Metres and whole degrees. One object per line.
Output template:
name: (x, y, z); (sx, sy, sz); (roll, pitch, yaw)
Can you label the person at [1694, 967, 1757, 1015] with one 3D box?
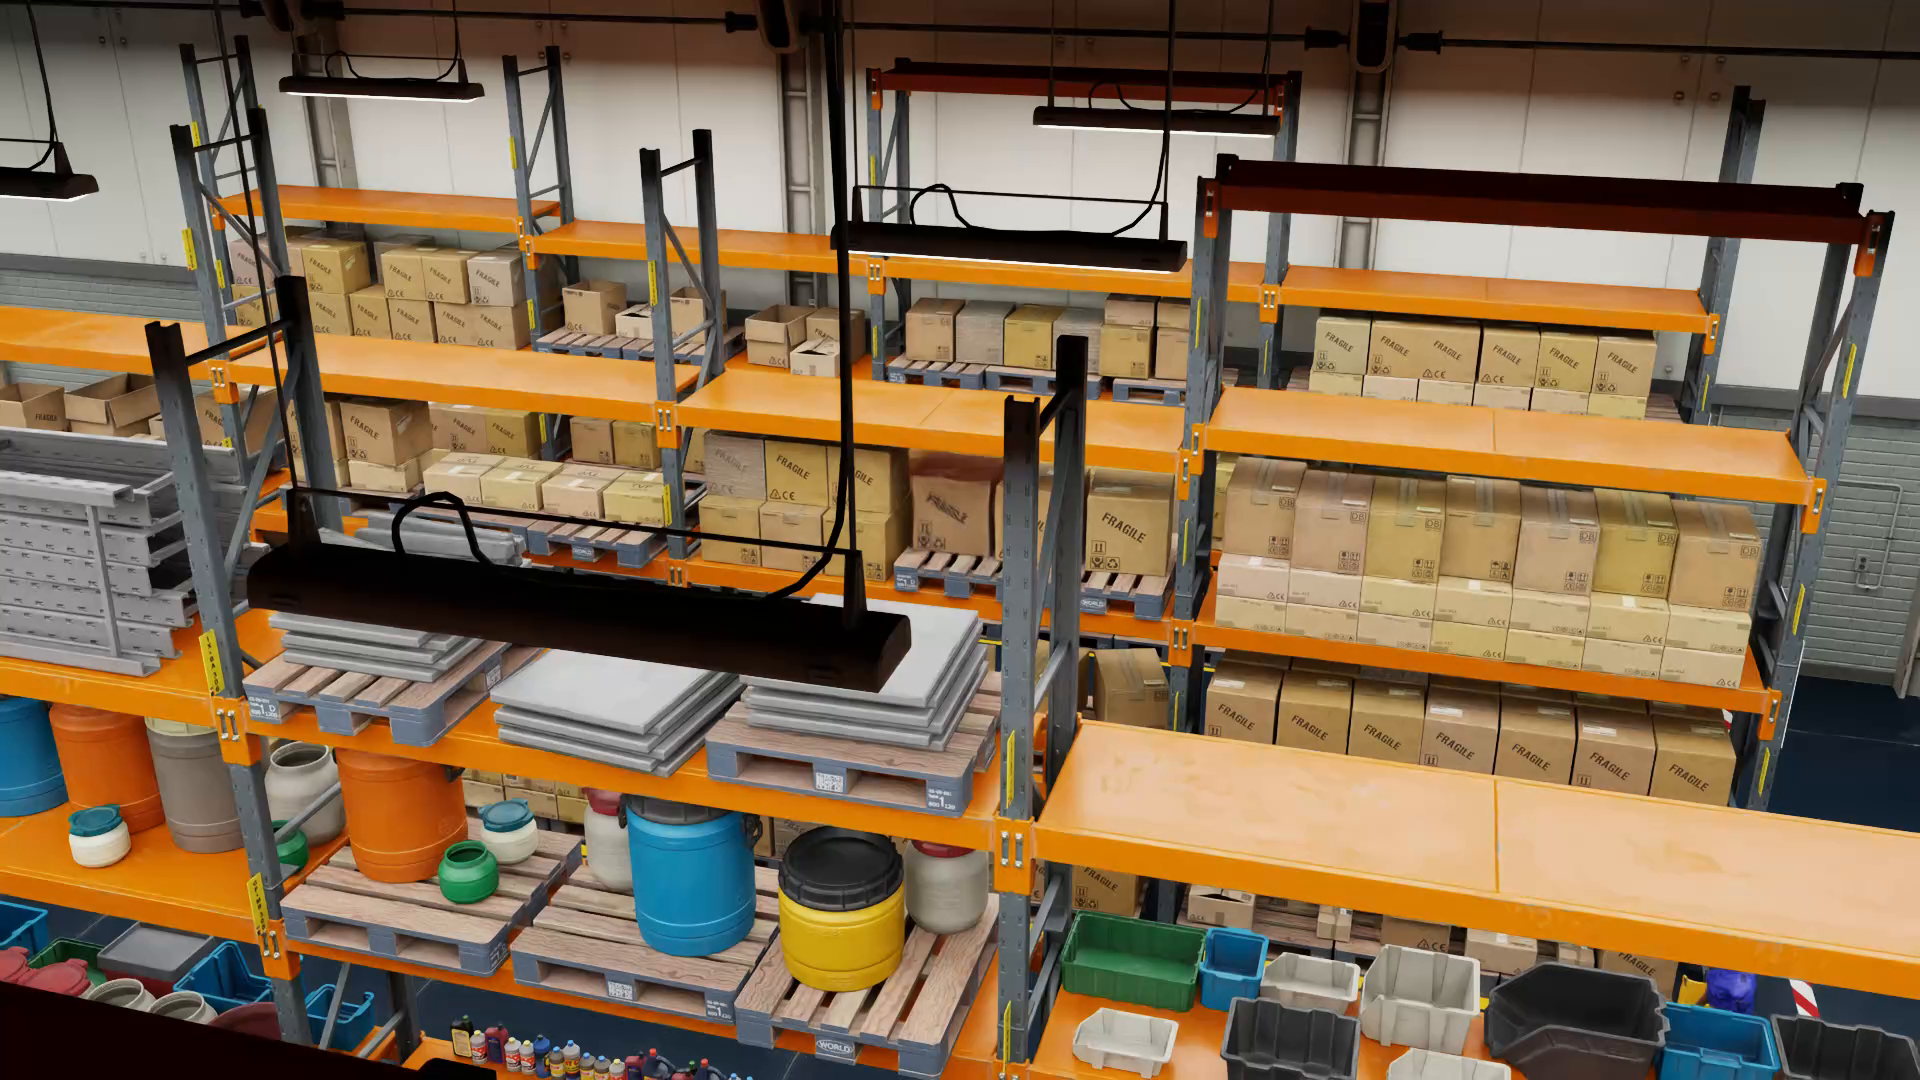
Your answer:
person: (5.027, 3.252, 10.904); (1.045, 1.520, 0.473); (6, 23, 14)
